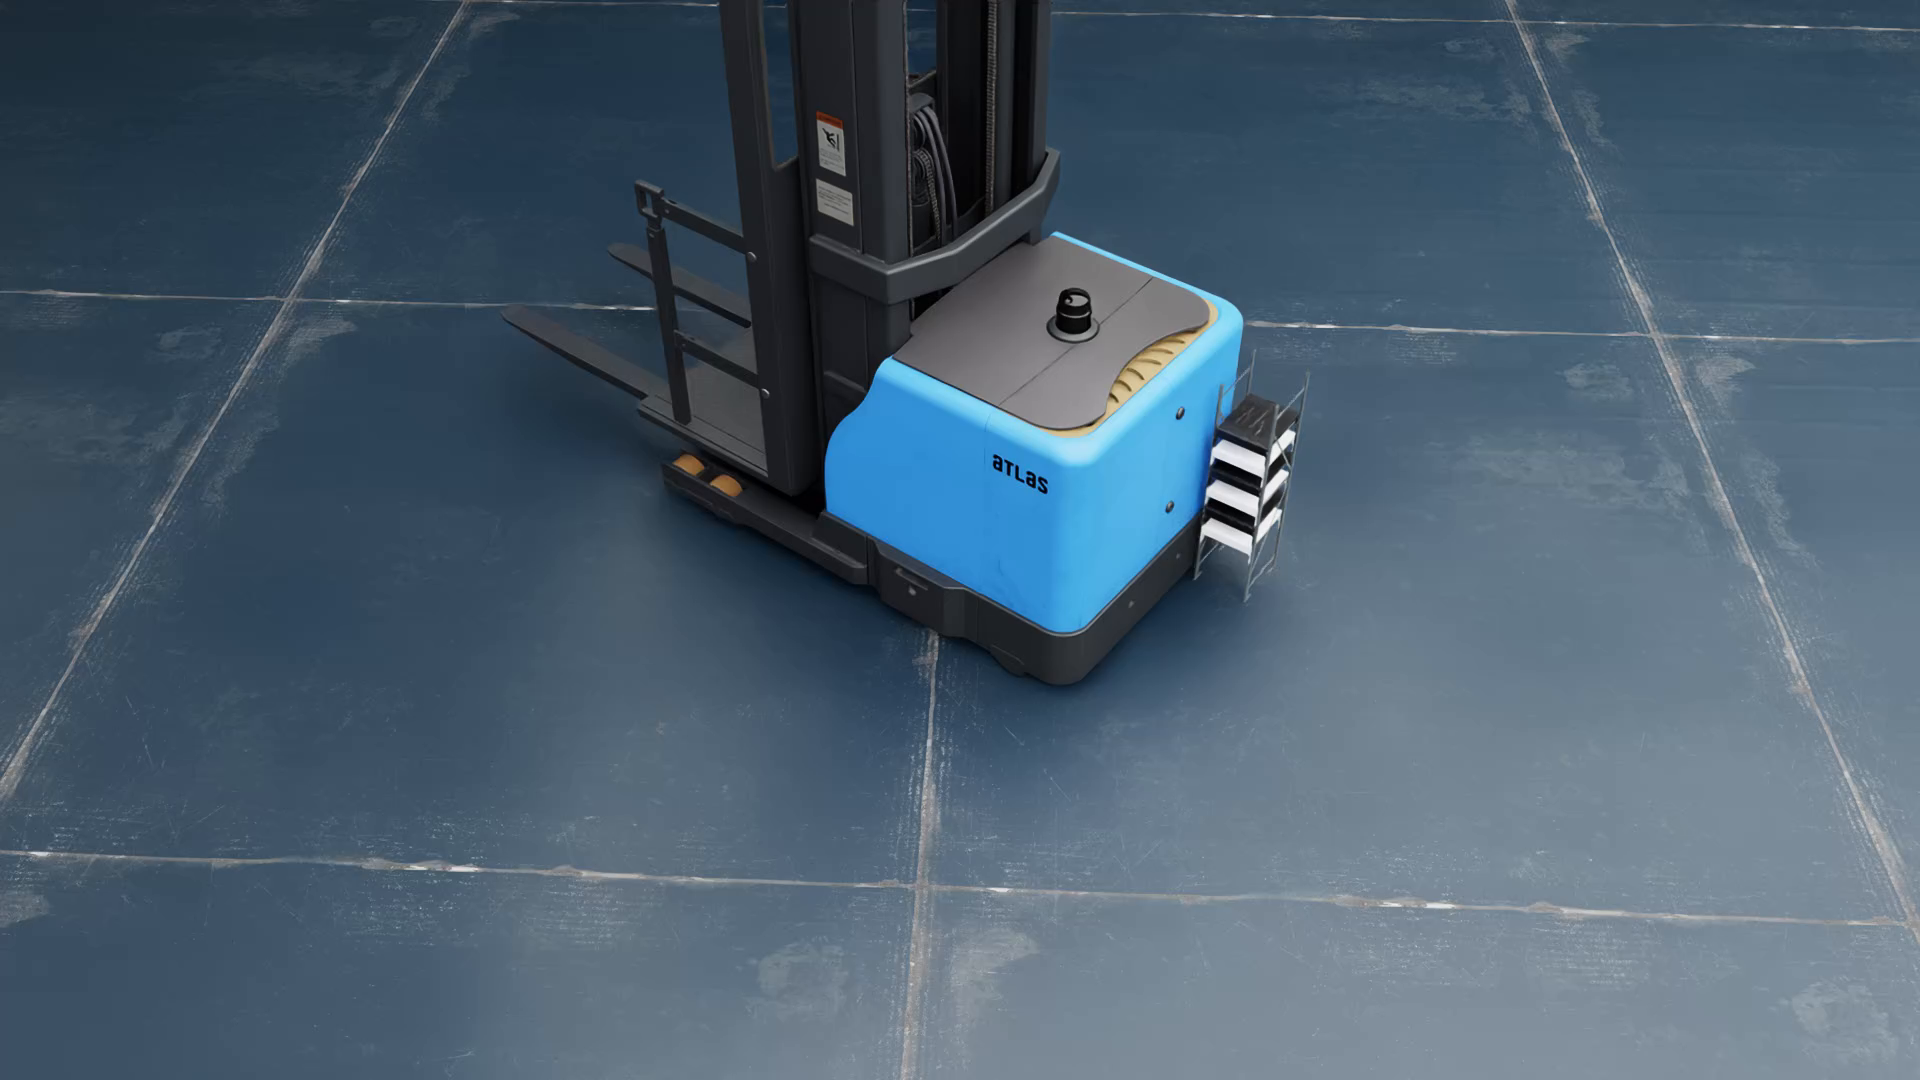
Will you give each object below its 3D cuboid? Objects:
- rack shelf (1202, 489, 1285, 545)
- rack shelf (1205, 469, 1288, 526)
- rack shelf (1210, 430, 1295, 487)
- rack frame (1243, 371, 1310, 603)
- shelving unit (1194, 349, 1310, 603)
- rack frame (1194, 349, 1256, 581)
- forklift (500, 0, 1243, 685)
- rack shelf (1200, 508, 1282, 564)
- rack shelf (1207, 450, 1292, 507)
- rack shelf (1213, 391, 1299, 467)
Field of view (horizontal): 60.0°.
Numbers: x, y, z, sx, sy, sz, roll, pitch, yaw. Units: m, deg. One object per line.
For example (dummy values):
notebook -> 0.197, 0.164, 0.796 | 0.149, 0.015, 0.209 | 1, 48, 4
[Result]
rack shelf -> 1.011, -0.117, 5.896 | 0.200, 0.077, 0.258 | 26, 49, 25
rack shelf -> 1.011, -0.183, 5.835 | 0.200, 0.077, 0.258 | 26, 49, 25
rack shelf -> 1.011, -0.314, 5.712 | 0.200, 0.077, 0.258 | 26, 49, 25
rack frame -> 1.093, -0.167, 5.769 | 0.006, 0.900, 0.240 | 26, 49, 25
shelving unit -> 1.011, -0.207, 5.812 | 0.210, 0.900, 0.258 | 26, 49, 25
rack frame -> 0.928, -0.248, 5.855 | 0.006, 0.900, 0.240 | 26, 49, 25
forklift -> -0.520, -1.412, 5.615 | 3.031, 2.935, 1.130 | 28, 50, 26
rack shelf -> 1.011, -0.051, 5.958 | 0.200, 0.077, 0.258 | 26, 49, 25
rack shelf -> 1.011, -0.249, 5.773 | 0.200, 0.077, 0.258 | 26, 49, 25
rack shelf -> 1.011, -0.380, 5.651 | 0.200, 0.077, 0.258 | 26, 49, 25
